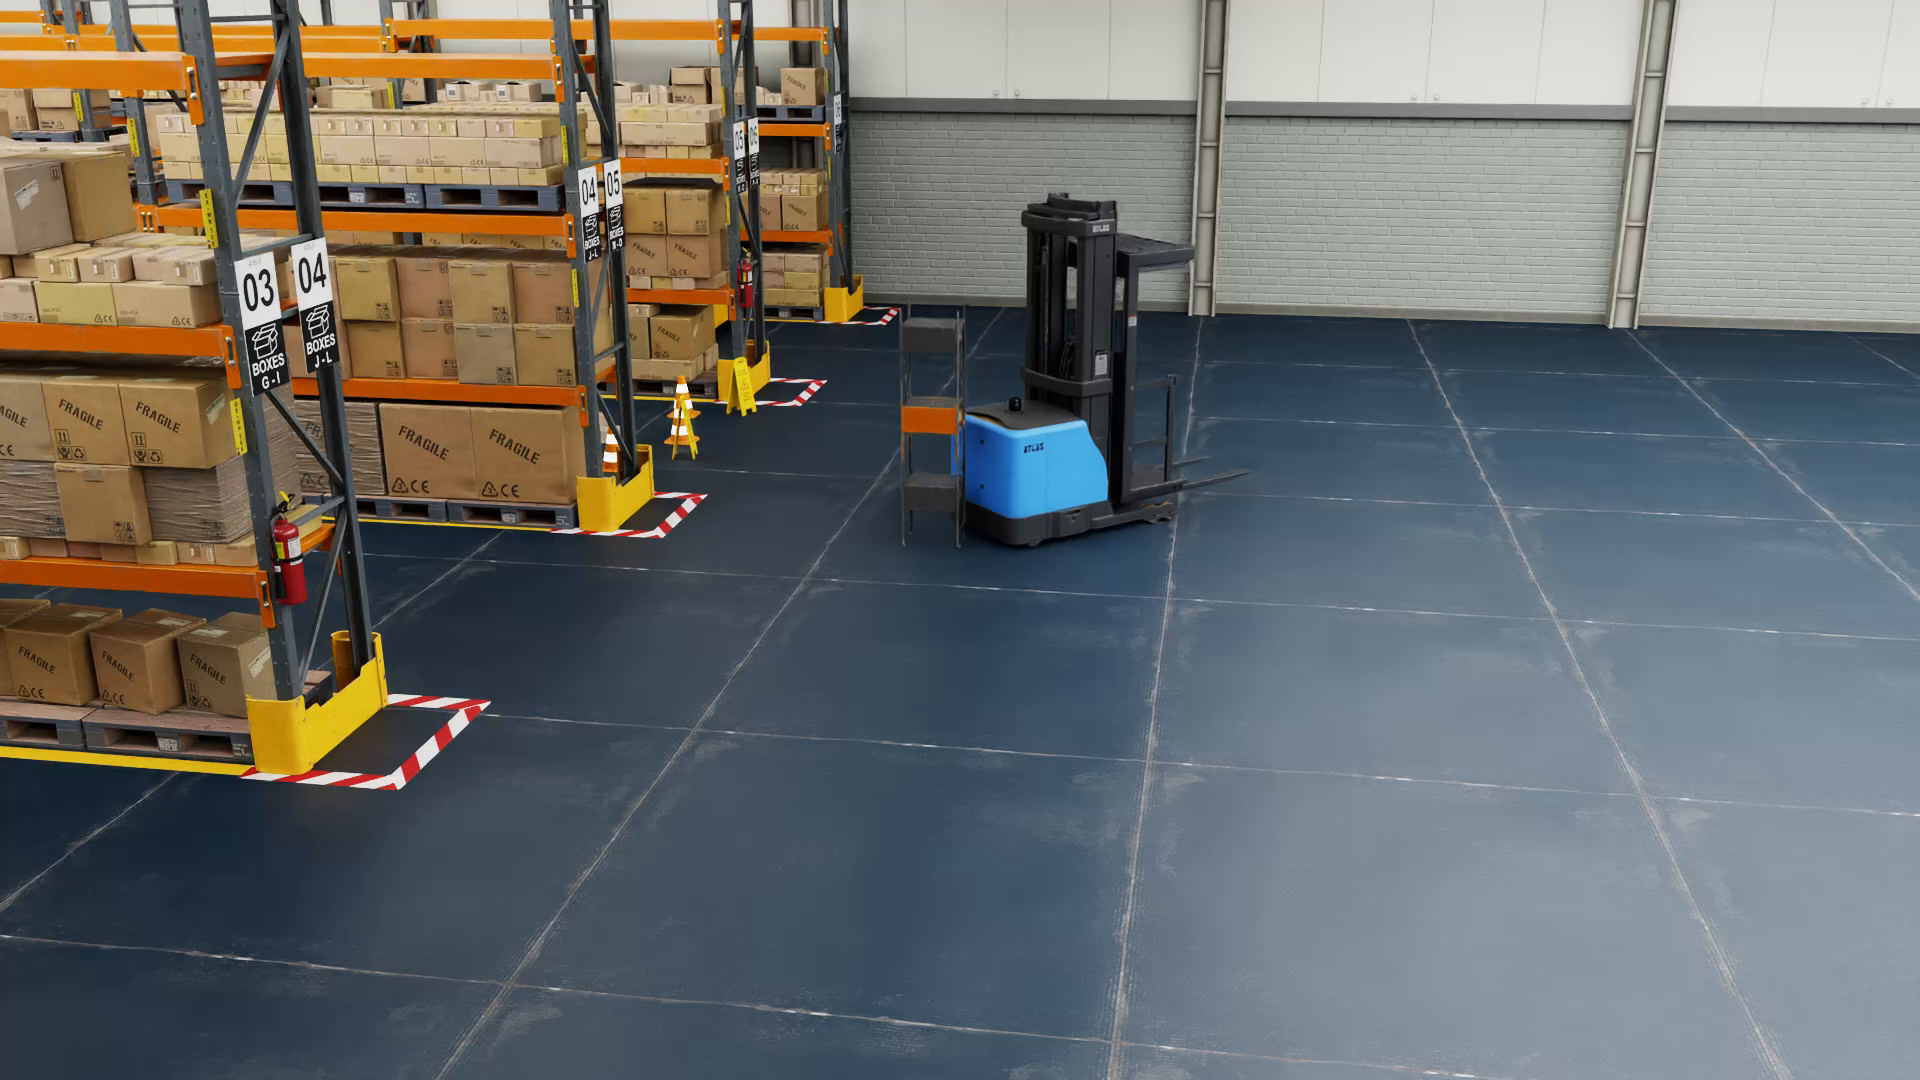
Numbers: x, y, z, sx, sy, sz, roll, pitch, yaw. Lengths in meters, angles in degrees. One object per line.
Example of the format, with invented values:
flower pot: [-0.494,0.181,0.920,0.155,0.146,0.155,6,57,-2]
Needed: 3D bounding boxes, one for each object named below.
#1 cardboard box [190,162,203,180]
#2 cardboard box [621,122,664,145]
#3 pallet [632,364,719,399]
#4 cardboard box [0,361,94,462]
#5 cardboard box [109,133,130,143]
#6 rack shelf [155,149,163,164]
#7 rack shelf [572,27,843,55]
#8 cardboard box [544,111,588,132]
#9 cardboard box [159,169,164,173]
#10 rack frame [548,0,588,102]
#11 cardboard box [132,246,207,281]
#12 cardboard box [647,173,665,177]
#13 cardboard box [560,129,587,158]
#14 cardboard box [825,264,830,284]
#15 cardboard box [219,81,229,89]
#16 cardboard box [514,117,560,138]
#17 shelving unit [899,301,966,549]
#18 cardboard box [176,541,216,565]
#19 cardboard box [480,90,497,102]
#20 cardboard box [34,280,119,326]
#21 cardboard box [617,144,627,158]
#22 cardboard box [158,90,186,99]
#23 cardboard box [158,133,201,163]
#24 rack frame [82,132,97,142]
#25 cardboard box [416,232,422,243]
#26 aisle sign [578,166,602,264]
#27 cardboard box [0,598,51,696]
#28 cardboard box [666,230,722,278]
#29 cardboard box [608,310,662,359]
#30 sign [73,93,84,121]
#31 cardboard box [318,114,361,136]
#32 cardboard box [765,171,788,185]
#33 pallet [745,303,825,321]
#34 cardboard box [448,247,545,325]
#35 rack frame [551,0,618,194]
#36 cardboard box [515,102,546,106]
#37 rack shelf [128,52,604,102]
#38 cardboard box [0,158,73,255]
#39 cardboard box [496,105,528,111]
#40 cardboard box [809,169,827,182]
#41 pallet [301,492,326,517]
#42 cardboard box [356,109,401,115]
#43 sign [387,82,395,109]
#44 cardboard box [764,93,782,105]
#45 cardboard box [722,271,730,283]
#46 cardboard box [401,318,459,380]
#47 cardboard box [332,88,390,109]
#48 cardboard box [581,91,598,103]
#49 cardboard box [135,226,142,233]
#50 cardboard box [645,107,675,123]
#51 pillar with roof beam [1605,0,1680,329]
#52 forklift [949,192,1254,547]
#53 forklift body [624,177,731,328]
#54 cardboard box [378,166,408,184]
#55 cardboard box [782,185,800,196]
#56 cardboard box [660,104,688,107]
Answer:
cardboard box: [-6.614,-3.298,14.781,0.250,0.149,0.380,3,19,9]
cardboard box: [-3.583,-4.703,19.173,0.500,0.250,0.500,3,19,8]
pallet: [-3.412,-1.973,20.367,1.213,0.211,1.003,3,19,9]
cardboard box: [-5.682,-0.797,10.256,0.500,0.500,0.500,3,19,9]
cardboard box: [-10.155,-4.876,20.319,0.250,0.149,0.380,3,19,9]
rack shelf: [-8.464,-4.623,20.299,4.000,0.370,1.077,3,19,9]
rack shelf: [-3.731,-7.210,23.933,4.000,0.370,1.077,3,19,9]
cardboard box: [-3.505,-3.728,14.811,0.250,0.149,0.380,3,19,9]
cardboard box: [-11.877,-5.485,25.650,0.500,0.500,0.700,3,19,8]
rack frame: [-5.706,-7.841,24.056,0.127,3.000,1.000,3,19,9]
cardboard box: [-4.674,-1.641,9.862,0.250,0.149,0.380,2,19,7]
cardboard box: [-4.414,-5.339,24.383,0.250,0.149,0.380,3,19,8]
cardboard box: [-3.662,-3.527,14.839,0.500,0.250,0.500,3,19,9]
cardboard box: [-2.188,-4.016,24.962,0.500,0.250,0.500,3,19,10]
cardboard box: [-11.074,-6.857,24.981,0.250,0.149,0.380,3,19,7]
cardboard box: [-3.612,-3.522,14.196,0.250,0.149,0.380,3,19,9]
shelving unit: [-0.230,-0.990,14.453,0.503,2.100,0.431,3,19,9]
cardboard box: [-4.673,0.022,10.407,0.250,0.149,0.380,3,19,9]
cardboard box: [-6.840,-6.506,24.370,0.250,0.149,0.380,3,19,9]
cardboard box: [-5.122,-1.455,9.934,0.500,0.250,0.500,3,19,9]
cardboard box: [-3.938,-4.531,19.286,0.250,0.149,0.380,3,19,8]
cardboard box: [-11.851,-6.740,25.068,0.250,0.149,0.380,3,19,10]
cardboard box: [-6.737,-3.512,14.792,0.500,0.250,0.500,3,19,9]
rack frame: [-10.439,-3.642,20.961,0.127,3.000,1.000,3,19,9]
cardboard box: [-6.907,-3.942,20.569,0.500,0.500,0.500,3,19,10]
aisle sign: [-3.203,-2.819,14.404,0.004,0.787,0.394,3,19,9]
cardboard box: [-6.481,0.716,11.214,0.500,0.500,0.500,1,19,4]
cardboard box: [-3.120,-3.369,19.519,0.500,0.500,0.500,3,19,8]
cardboard box: [-3.889,-2.474,19.960,0.500,0.500,0.500,4,19,11]
sign: [-10.535,-5.174,19.872,0.005,0.325,0.100,3,19,9]
cardboard box: [-5.368,-3.612,14.463,0.250,0.149,0.380,3,19,8]
cardboard box: [-2.655,-5.250,24.119,0.250,0.149,0.380,3,19,10]
pallet: [-2.518,-3.498,24.924,1.213,0.211,1.003,3,19,9]
cardboard box: [-4.144,-2.297,15.001,0.550,0.550,0.875,3,19,9]
rack frame: [-3.226,-4.529,14.156,0.127,3.000,1.000,3,19,9]
cardboard box: [-5.111,-5.127,19.812,0.250,0.149,0.380,3,19,8]
rack shelf: [-5.200,-4.099,14.634,4.000,0.370,1.077,3,19,9]
cardboard box: [-5.683,-1.982,9.857,0.500,0.500,0.500,3,19,9]
cardboard box: [-5.202,-4.966,19.329,0.250,0.149,0.380,2,19,7]
cardboard box: [-2.054,-5.375,24.491,0.250,0.149,0.380,3,19,8]
pallet: [-6.437,-0.500,15.964,1.213,0.211,1.003,3,19,9]
cardboard box: [-5.264,-3.818,15.080,0.250,0.149,0.380,3,19,9]
sign: [-6.574,-5.121,19.219,0.005,0.325,0.100,3,19,9]
cardboard box: [-2.623,-6.291,23.728,0.250,0.149,0.380,2,19,7]
cardboard box: [-2.843,-3.202,20.043,0.250,0.149,0.380,3,19,9]
cardboard box: [-4.679,-1.848,15.362,0.550,0.550,0.875,3,19,9]
cardboard box: [-7.082,-5.218,19.729,0.500,0.250,0.500,3,19,10]
cardboard box: [-5.311,-6.428,24.137,0.250,0.149,0.380,3,19,10]
cardboard box: [-10.032,-3.935,20.547,0.500,0.500,0.500,2,19,7]
cardboard box: [-3.425,-4.878,19.066,0.250,0.149,0.380,3,19,8]
pillar with roof beam: [8.864,-6.005,18.567,0.400,9.000,9.100,3,19,9]
forklift: [1.410,-1.670,15.176,3.031,2.935,1.130,-12,22,-32]
forklift body: [-3.918,-3.916,23.118,1.214,2.155,2.313,3,19,9]
cardboard box: [-4.862,-3.208,14.514,0.250,0.149,0.380,3,19,9]
cardboard box: [-2.401,-5.083,24.088,0.250,0.149,0.380,3,19,10]
cardboard box: [-3.347,-5.042,19.558,0.250,0.149,0.380,3,19,9]
